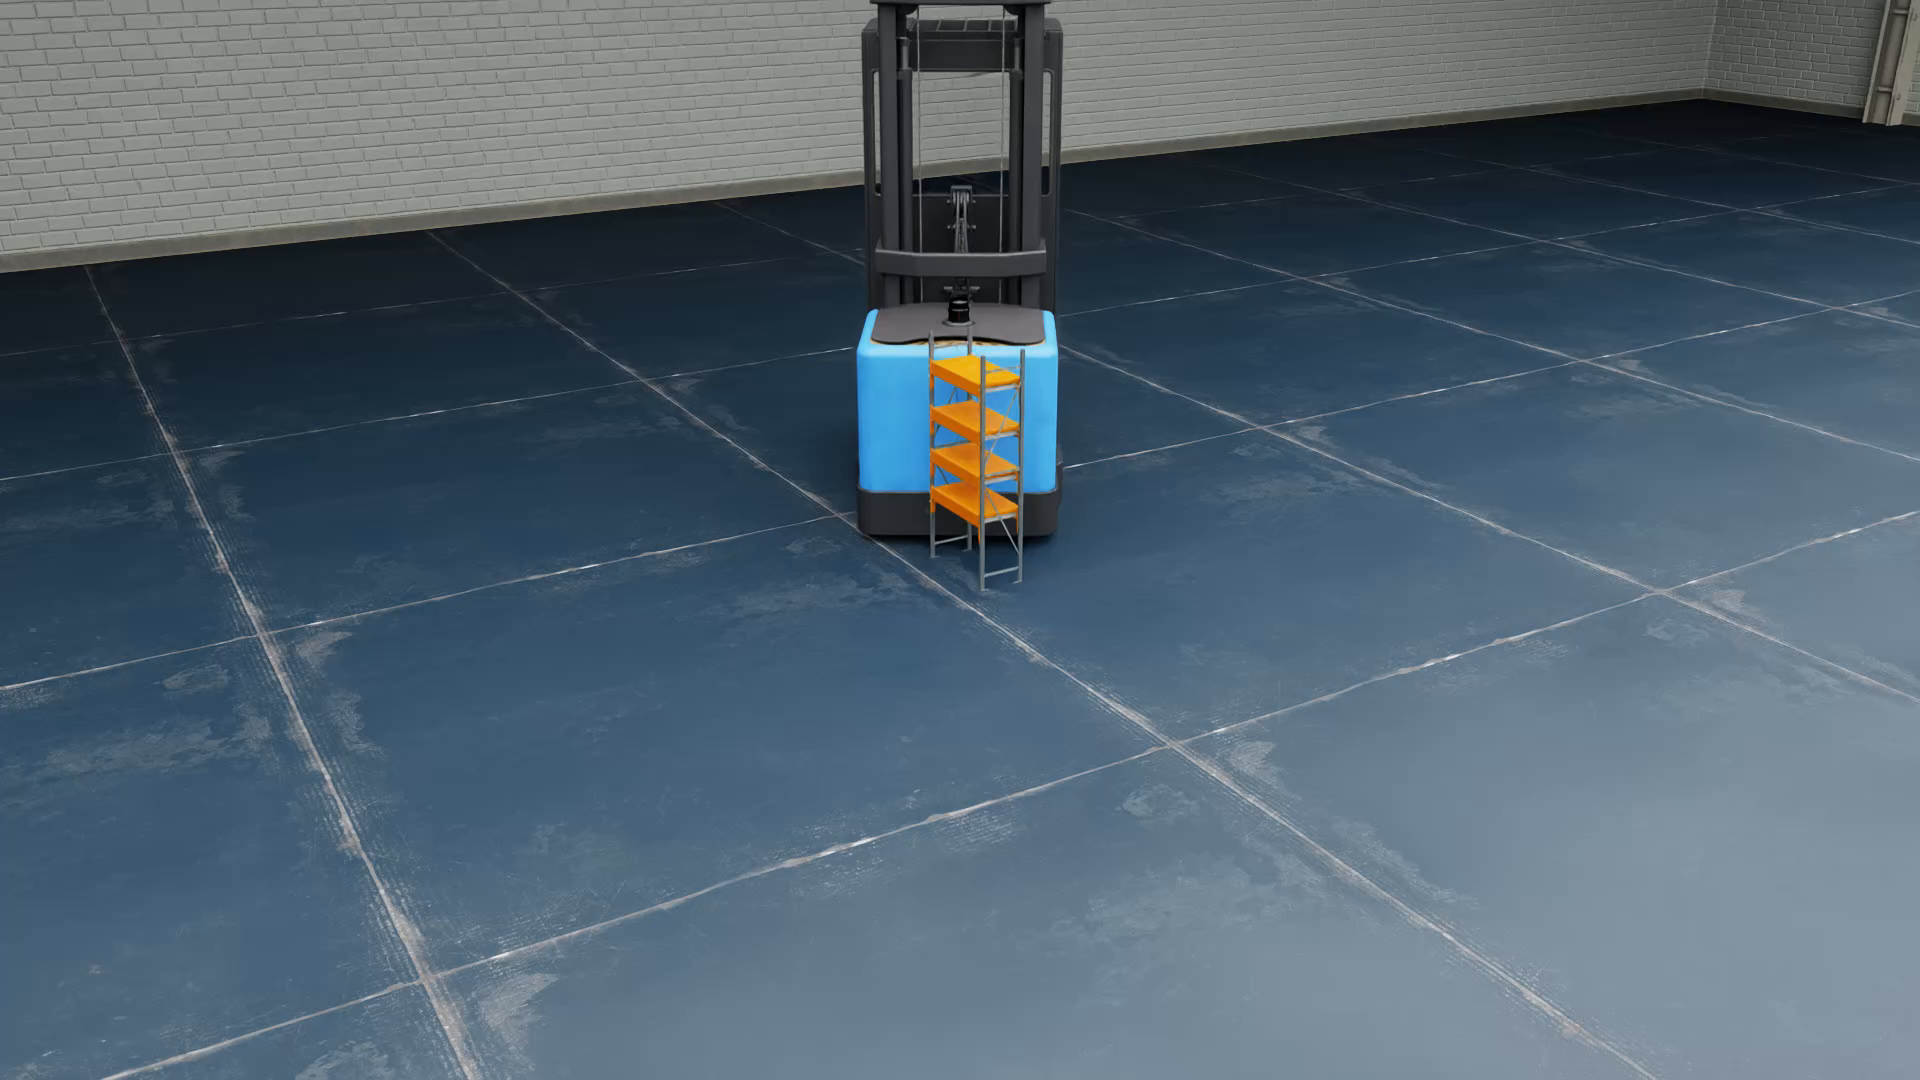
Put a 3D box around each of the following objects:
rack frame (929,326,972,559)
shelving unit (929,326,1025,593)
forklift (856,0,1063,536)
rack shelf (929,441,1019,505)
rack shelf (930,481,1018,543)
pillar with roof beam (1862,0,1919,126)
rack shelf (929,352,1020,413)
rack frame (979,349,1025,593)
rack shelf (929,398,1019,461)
[{"bbox_3d":[-0.046,-0.480,8.400,0.240,1.200,0.015,-13,25,-28],"label":"rack frame"},{"bbox_3d":[0.078,-0.401,8.205,0.258,1.200,0.503,-13,25,-28],"label":"shelving unit"},{"bbox_3d":[0.018,-1.884,9.554,1.130,2.935,3.031,0,22,1],"label":"forklift"},{"bbox_3d":[0.078,-0.339,8.231,0.258,0.148,0.480,-13,25,-28],"label":"rack shelf"},{"bbox_3d":[0.078,-0.155,8.305,0.258,0.148,0.480,-13,25,-28],"label":"rack shelf"},{"bbox_3d":[9.053,-9.109,19.272,9.100,9.000,0.400,-13,25,-28],"label":"pillar with roof beam"},{"bbox_3d":[0.078,-0.765,8.057,0.258,0.148,0.480,-13,25,-28],"label":"rack shelf"},{"bbox_3d":[0.202,-0.322,8.011,0.240,1.200,0.015,-13,25,-28],"label":"rack frame"},{"bbox_3d":[0.078,-0.546,8.146,0.258,0.148,0.480,-13,25,-28],"label":"rack shelf"}]
